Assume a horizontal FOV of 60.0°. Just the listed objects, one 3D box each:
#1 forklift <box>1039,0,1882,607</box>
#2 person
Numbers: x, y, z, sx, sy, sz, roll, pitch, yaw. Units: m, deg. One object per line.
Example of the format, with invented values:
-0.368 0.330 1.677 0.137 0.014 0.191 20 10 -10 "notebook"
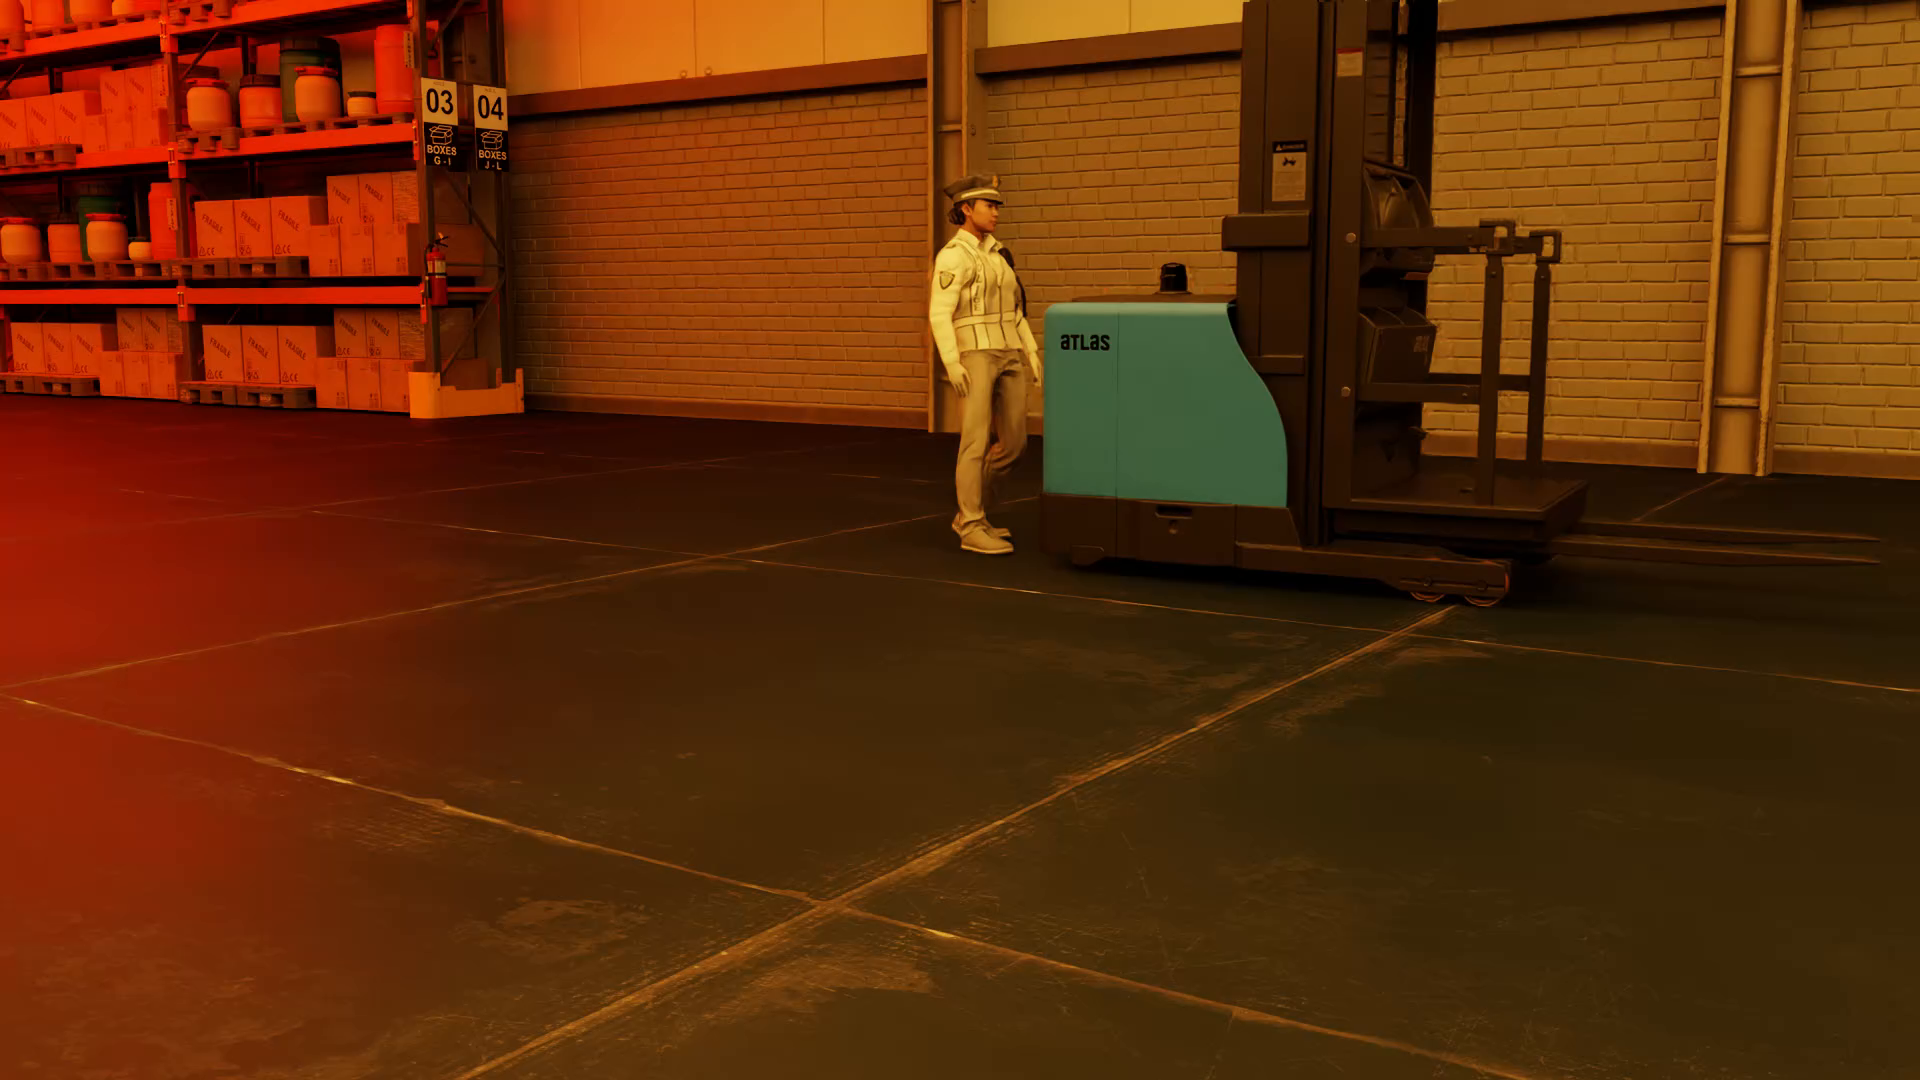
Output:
1.866 -1.297 6.315 3.031 2.935 1.130 4 9 28 "forklift"
0.171 -0.791 7.386 0.574 1.653 0.631 7 11 41 "person"
